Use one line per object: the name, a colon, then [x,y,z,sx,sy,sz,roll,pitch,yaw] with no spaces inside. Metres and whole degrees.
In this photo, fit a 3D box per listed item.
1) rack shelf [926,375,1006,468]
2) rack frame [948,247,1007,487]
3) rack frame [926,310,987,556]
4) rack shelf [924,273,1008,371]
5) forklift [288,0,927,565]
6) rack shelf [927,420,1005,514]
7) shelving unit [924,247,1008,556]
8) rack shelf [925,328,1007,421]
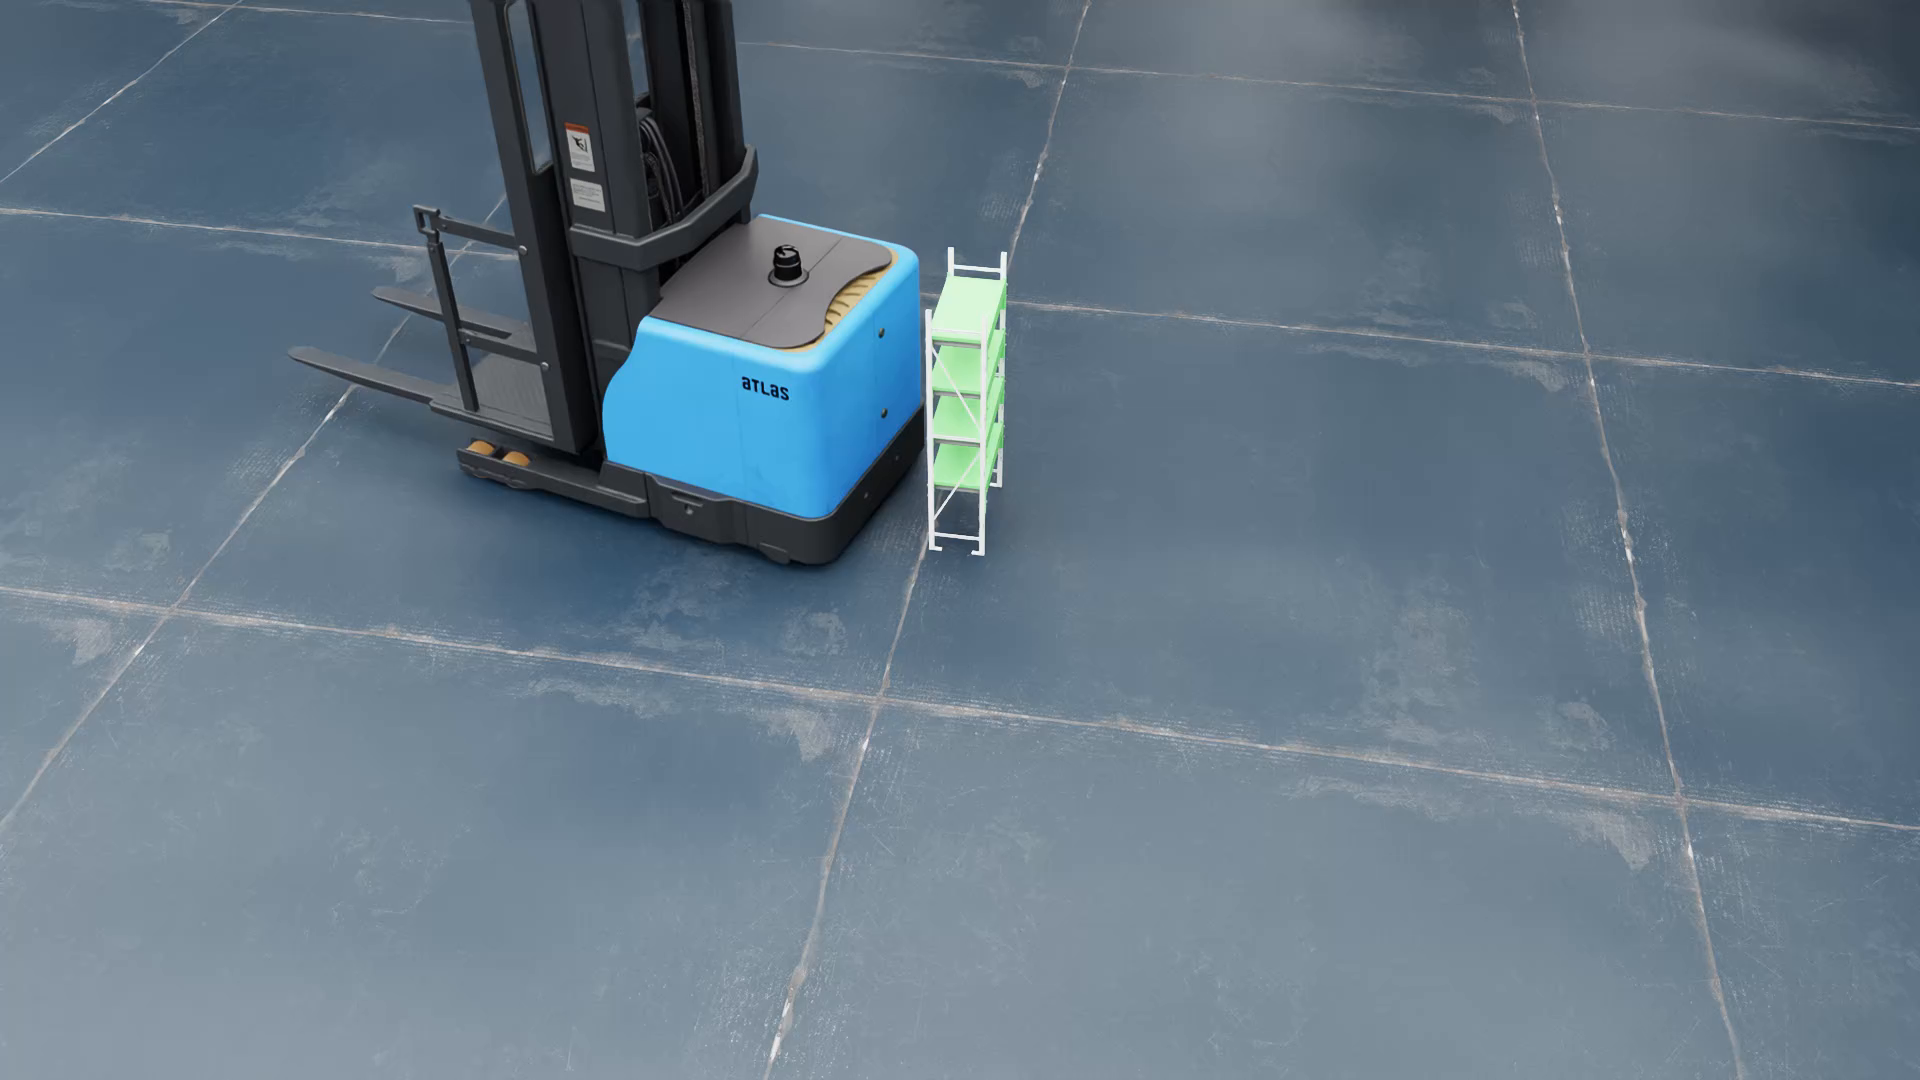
rack shelf: [0.029,-0.517,7.034,0.258,0.148,0.480,6,40,8]
rack frame: [0.071,-0.719,7.179,0.240,1.200,0.015,6,40,8]
rack frame: [-0.014,-0.413,6.808,0.240,1.200,0.015,6,40,8]
rack shelf: [0.029,-0.887,6.728,0.258,0.148,0.480,6,40,8]
forklift: [-1.714,-1.648,6.943,3.031,2.935,1.130,16,42,19]
rack shelf: [0.029,-0.332,7.187,0.258,0.148,0.480,6,40,8]
shelving unit: [0.029,-0.566,6.993,0.258,1.200,0.503,6,40,8]
rack shelf: [0.029,-0.702,6.881,0.258,0.148,0.480,6,40,8]
